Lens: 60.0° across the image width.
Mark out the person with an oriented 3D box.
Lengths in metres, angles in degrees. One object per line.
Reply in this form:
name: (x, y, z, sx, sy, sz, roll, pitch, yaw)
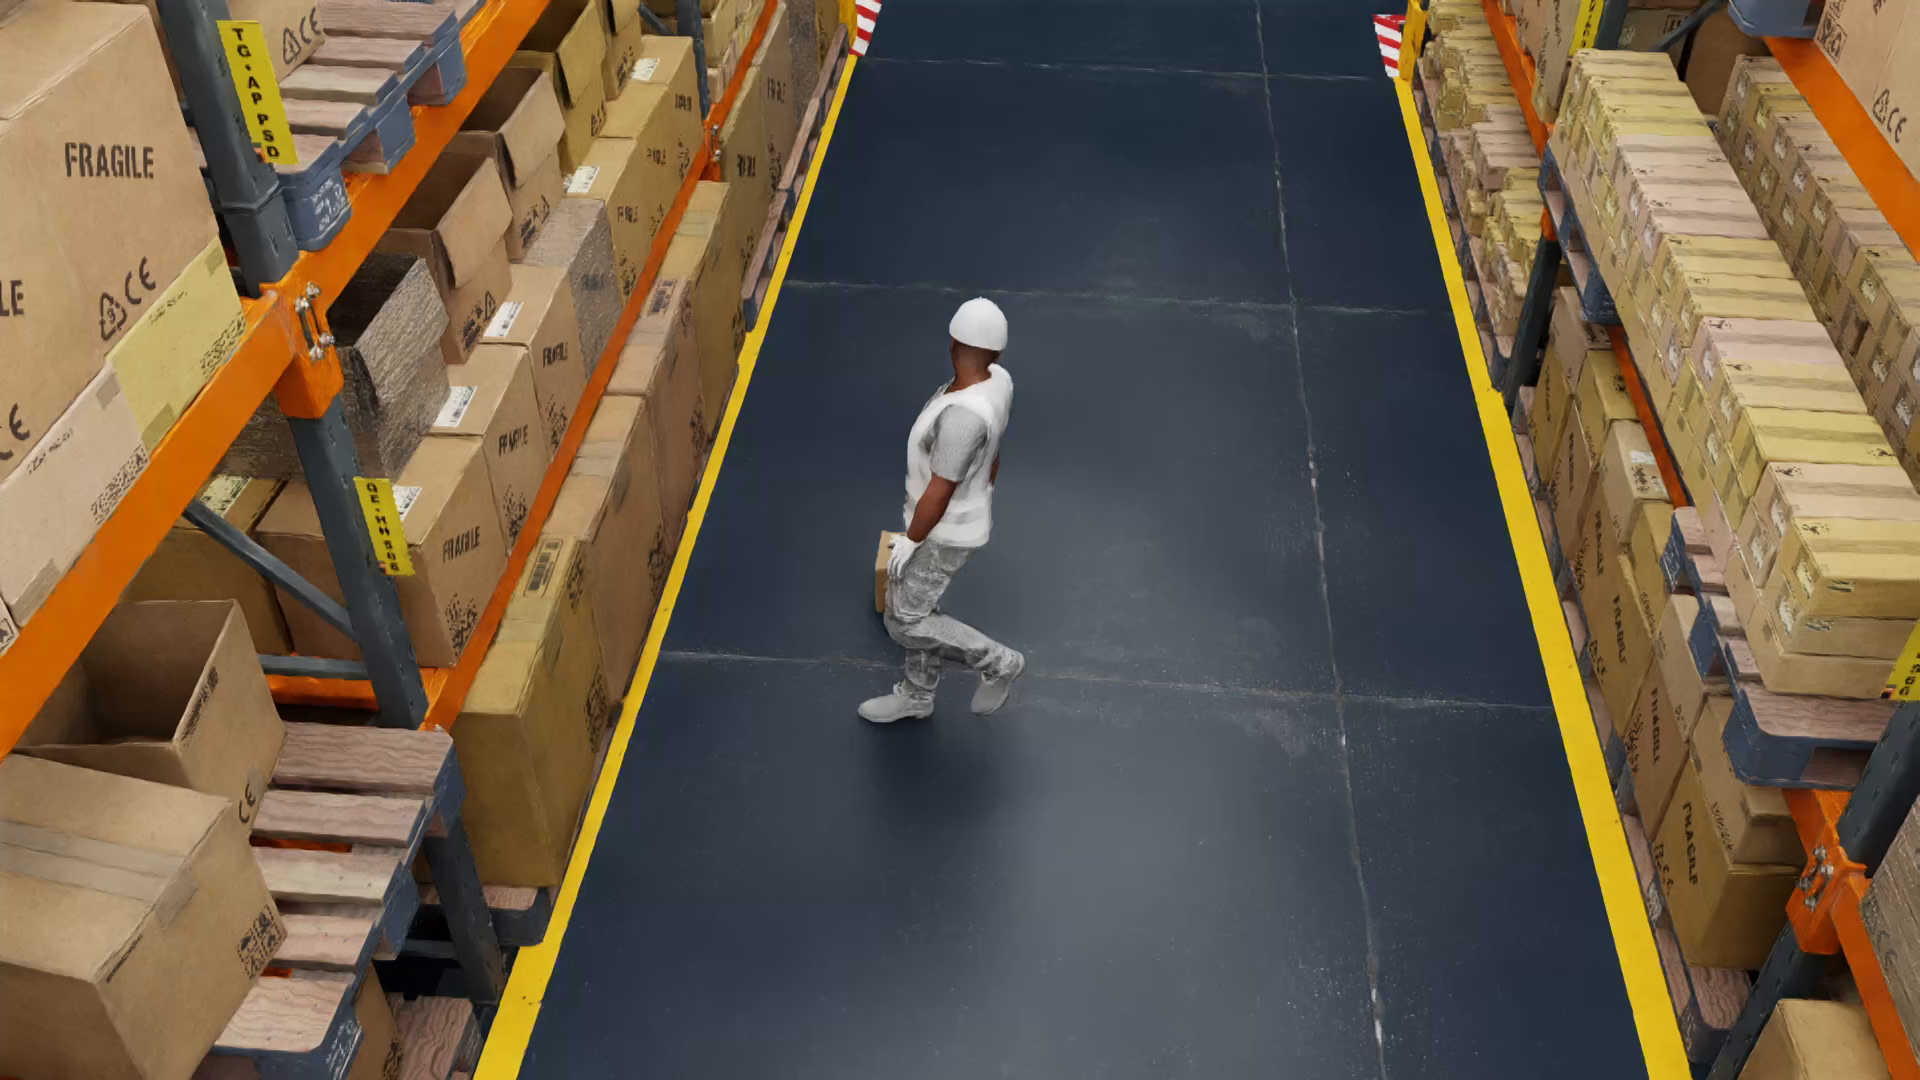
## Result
person: (-0.058, -0.075, 6.274, 0.664, 1.736, 0.621, 3, 40, 4)
